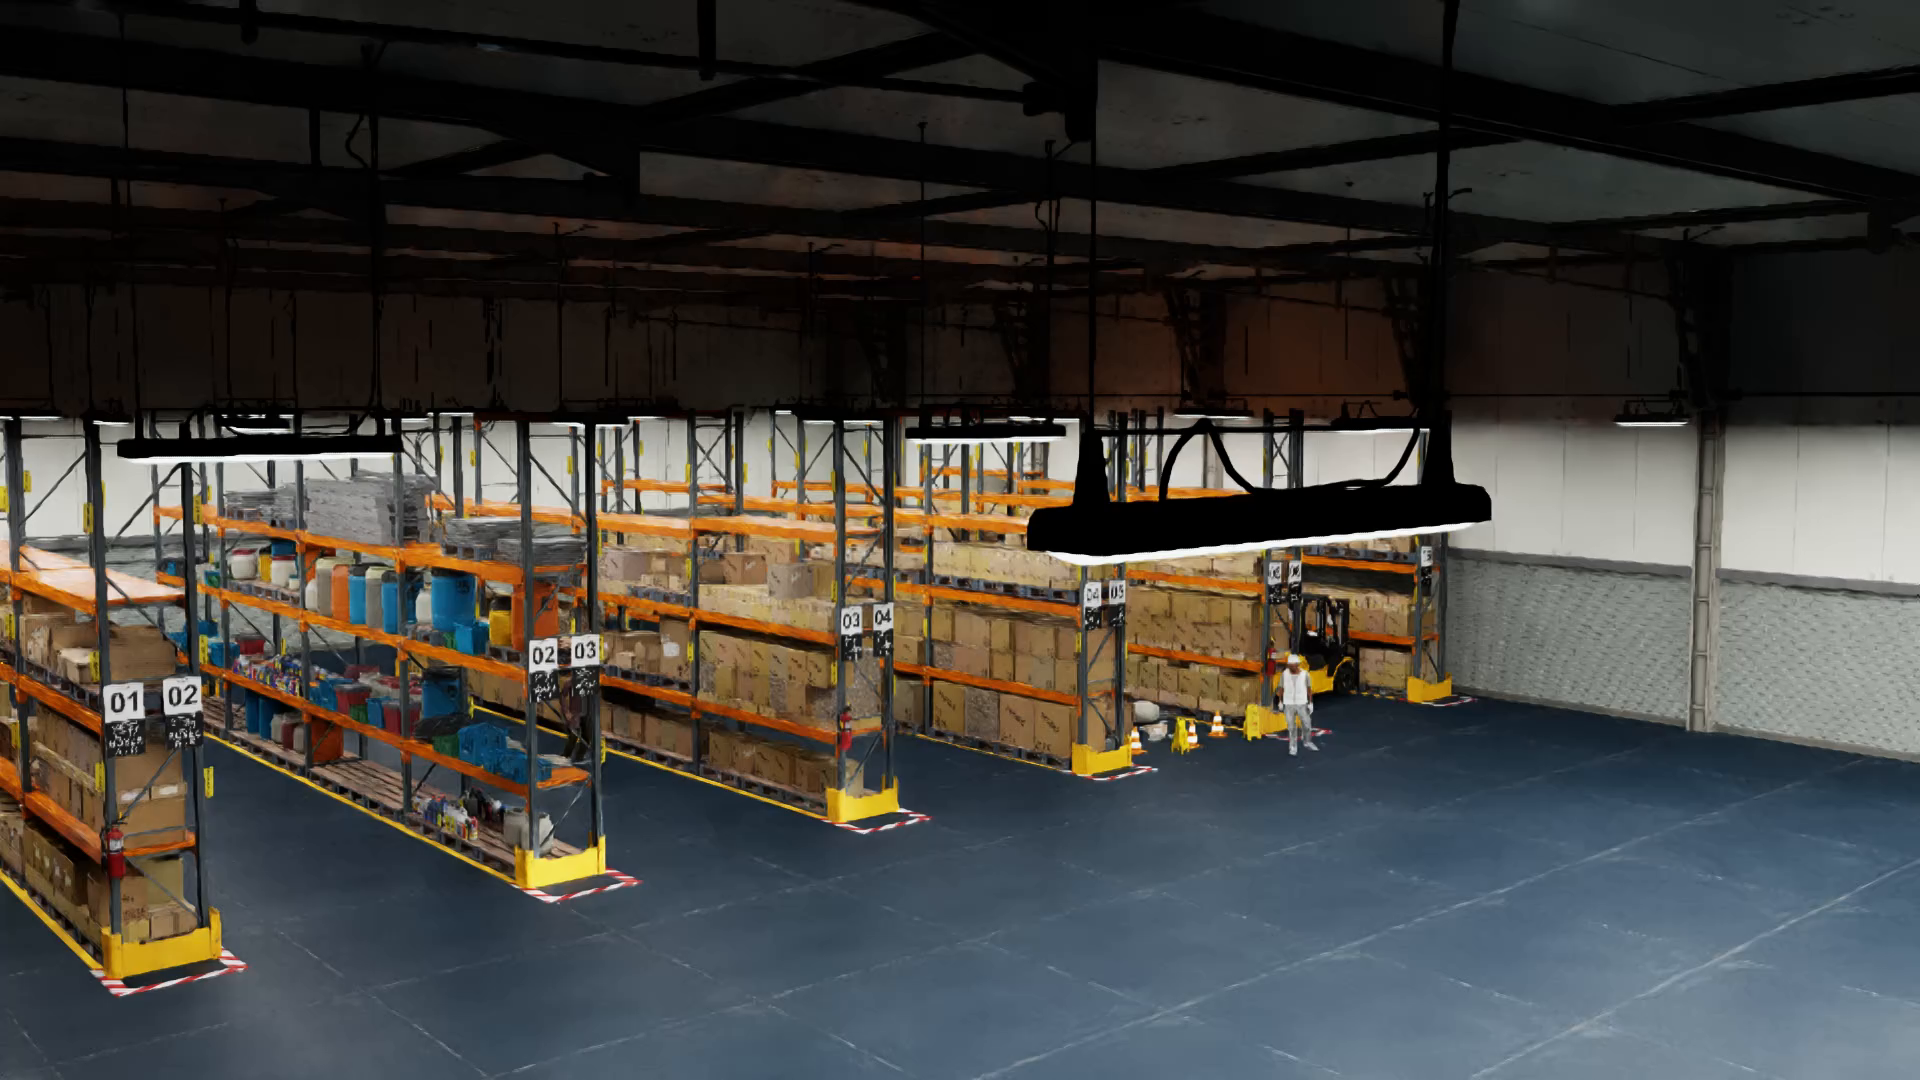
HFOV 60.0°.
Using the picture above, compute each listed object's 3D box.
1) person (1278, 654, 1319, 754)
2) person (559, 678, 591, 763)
[{"bbox_3d":[5.944,2.871,29.189,0.709,1.775,0.456,1,5,16],"label":"person"},{"bbox_3d":[-6.543,2.967,28.531,0.729,1.733,0.546,-5,7,-42],"label":"person"}]
